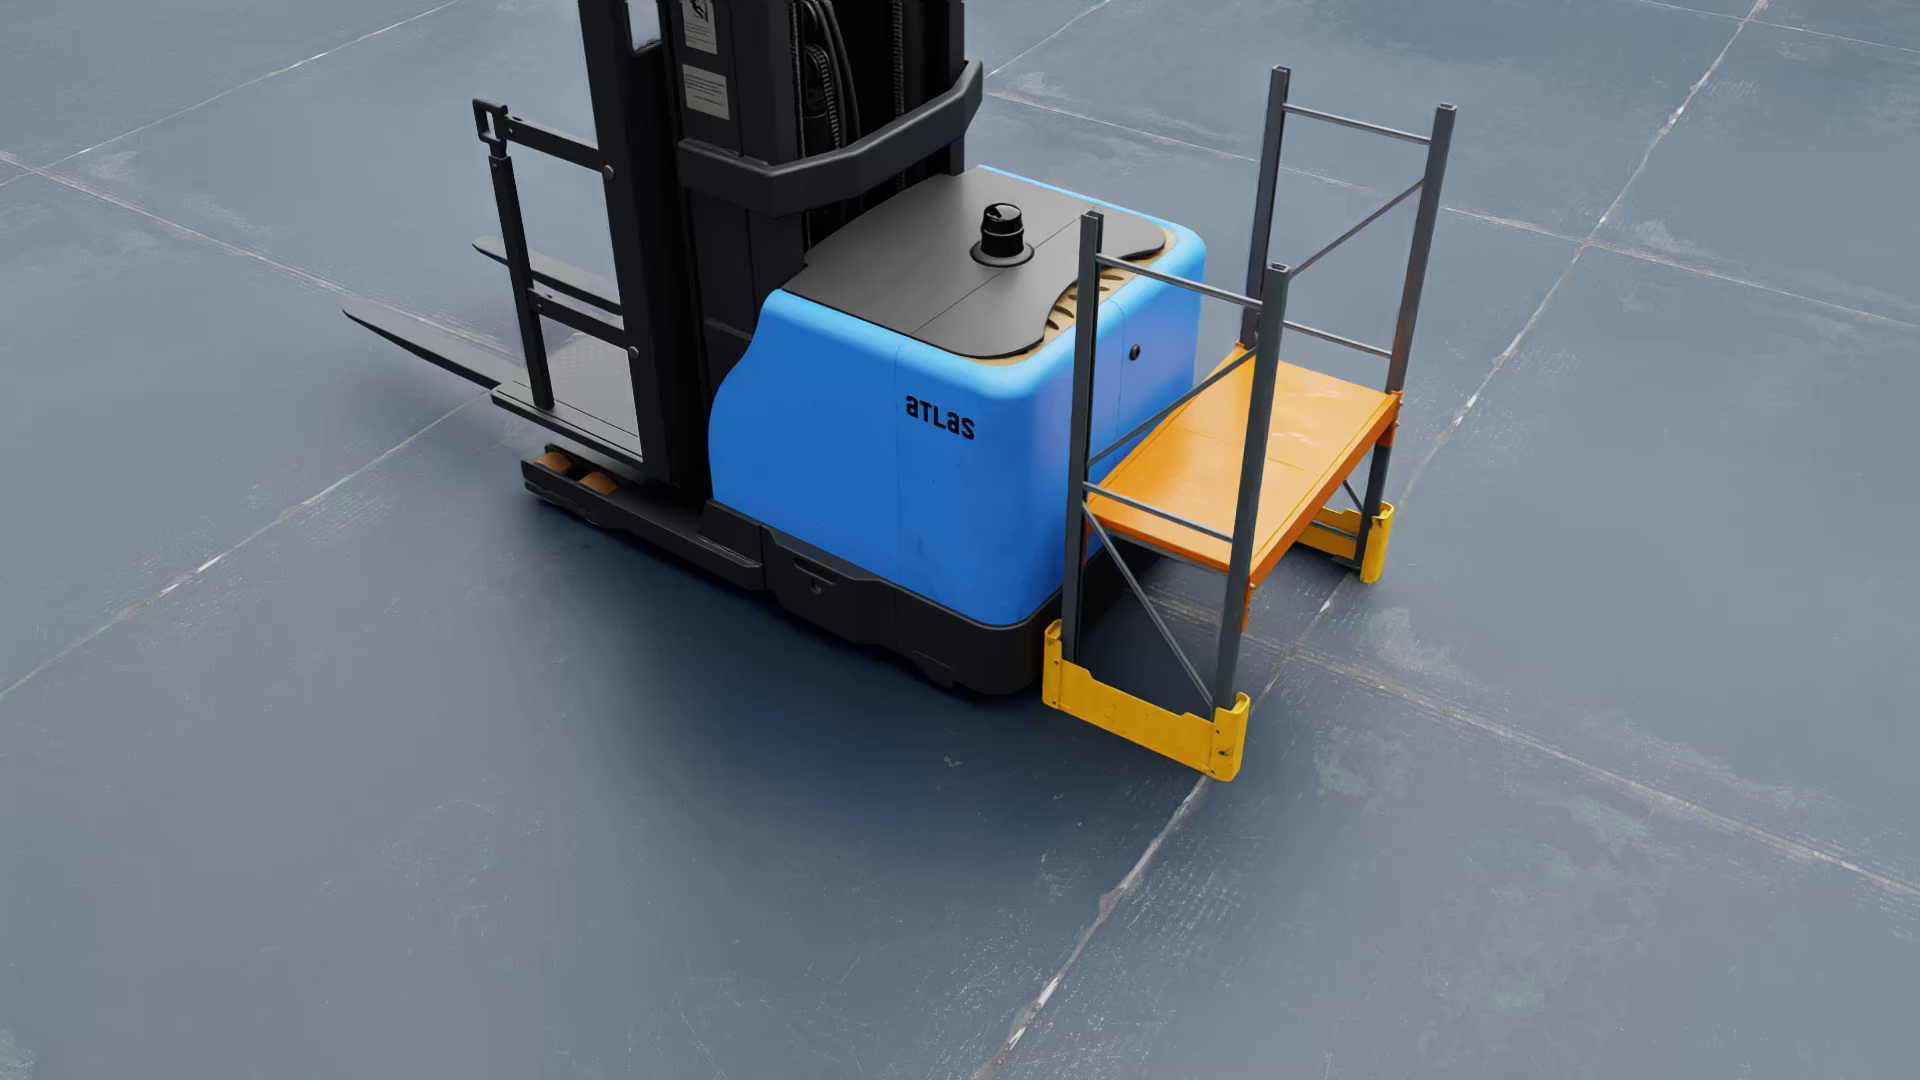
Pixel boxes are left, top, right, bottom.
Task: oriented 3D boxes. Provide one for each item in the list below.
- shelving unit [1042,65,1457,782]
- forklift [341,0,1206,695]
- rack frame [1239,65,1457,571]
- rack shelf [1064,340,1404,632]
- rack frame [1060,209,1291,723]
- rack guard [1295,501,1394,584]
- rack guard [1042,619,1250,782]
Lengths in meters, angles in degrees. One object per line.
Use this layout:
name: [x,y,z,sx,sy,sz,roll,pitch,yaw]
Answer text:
shelving unit: [0.763,-0.320,4.436,0.587,1.500,1.083,22,43,26]
forklift: [-0.797,-1.447,4.727,3.031,2.935,1.130,24,43,27]
rack frame: [1.046,-0.584,4.779,0.500,1.500,0.032,22,43,26]
rack shelf: [0.768,-0.182,4.552,0.538,0.185,1.000,22,43,26]
rack frame: [0.490,-0.064,4.105,0.500,1.500,0.032,22,43,26]
rack guard: [1.036,-0.079,5.148,0.587,0.250,0.087,22,43,26]
rack guard: [0.490,0.430,4.488,0.587,0.250,0.087,22,43,26]
